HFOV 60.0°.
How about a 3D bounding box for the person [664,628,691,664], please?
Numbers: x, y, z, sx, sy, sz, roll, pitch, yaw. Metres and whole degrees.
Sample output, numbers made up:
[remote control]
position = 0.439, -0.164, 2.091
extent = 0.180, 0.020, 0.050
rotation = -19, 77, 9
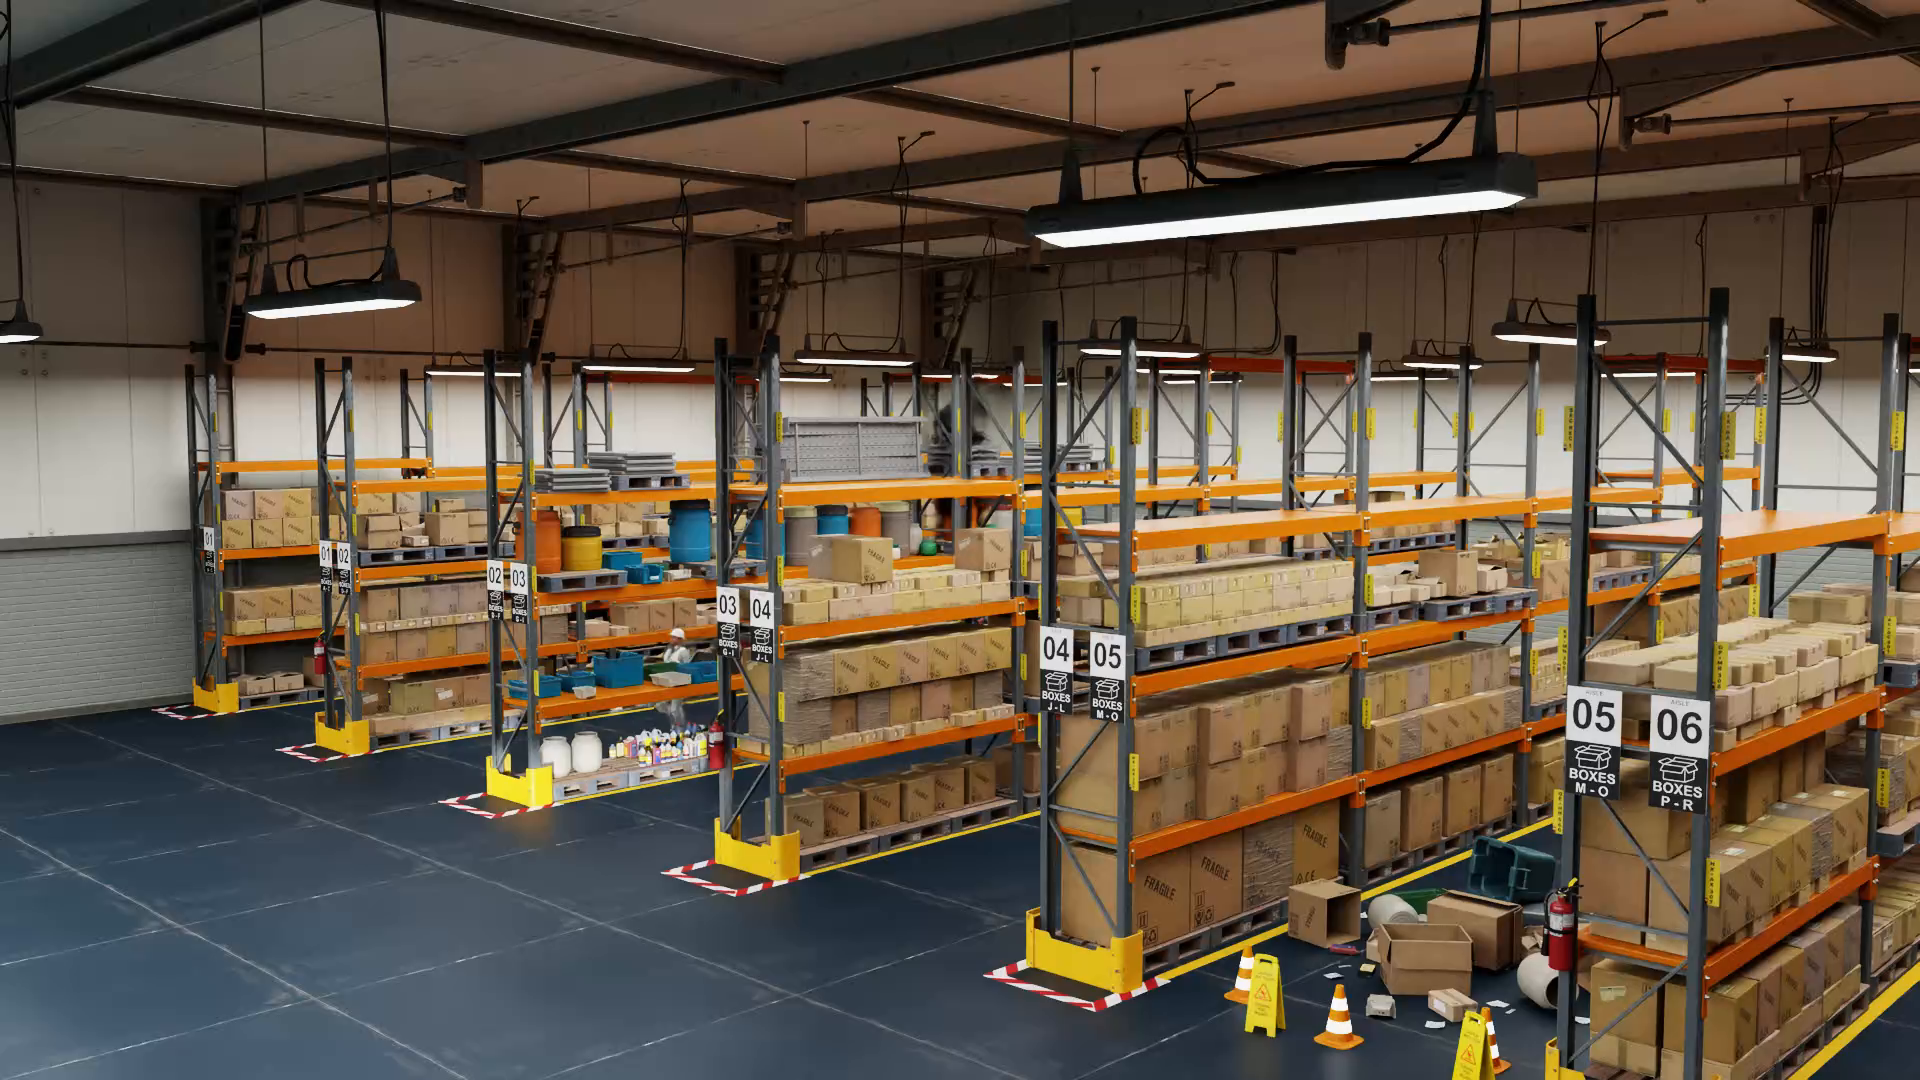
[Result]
[person]
position = -4.574, 1.870, 26.435
extent = 0.657, 0.919, 0.576
rotation = 3, 6, 37
